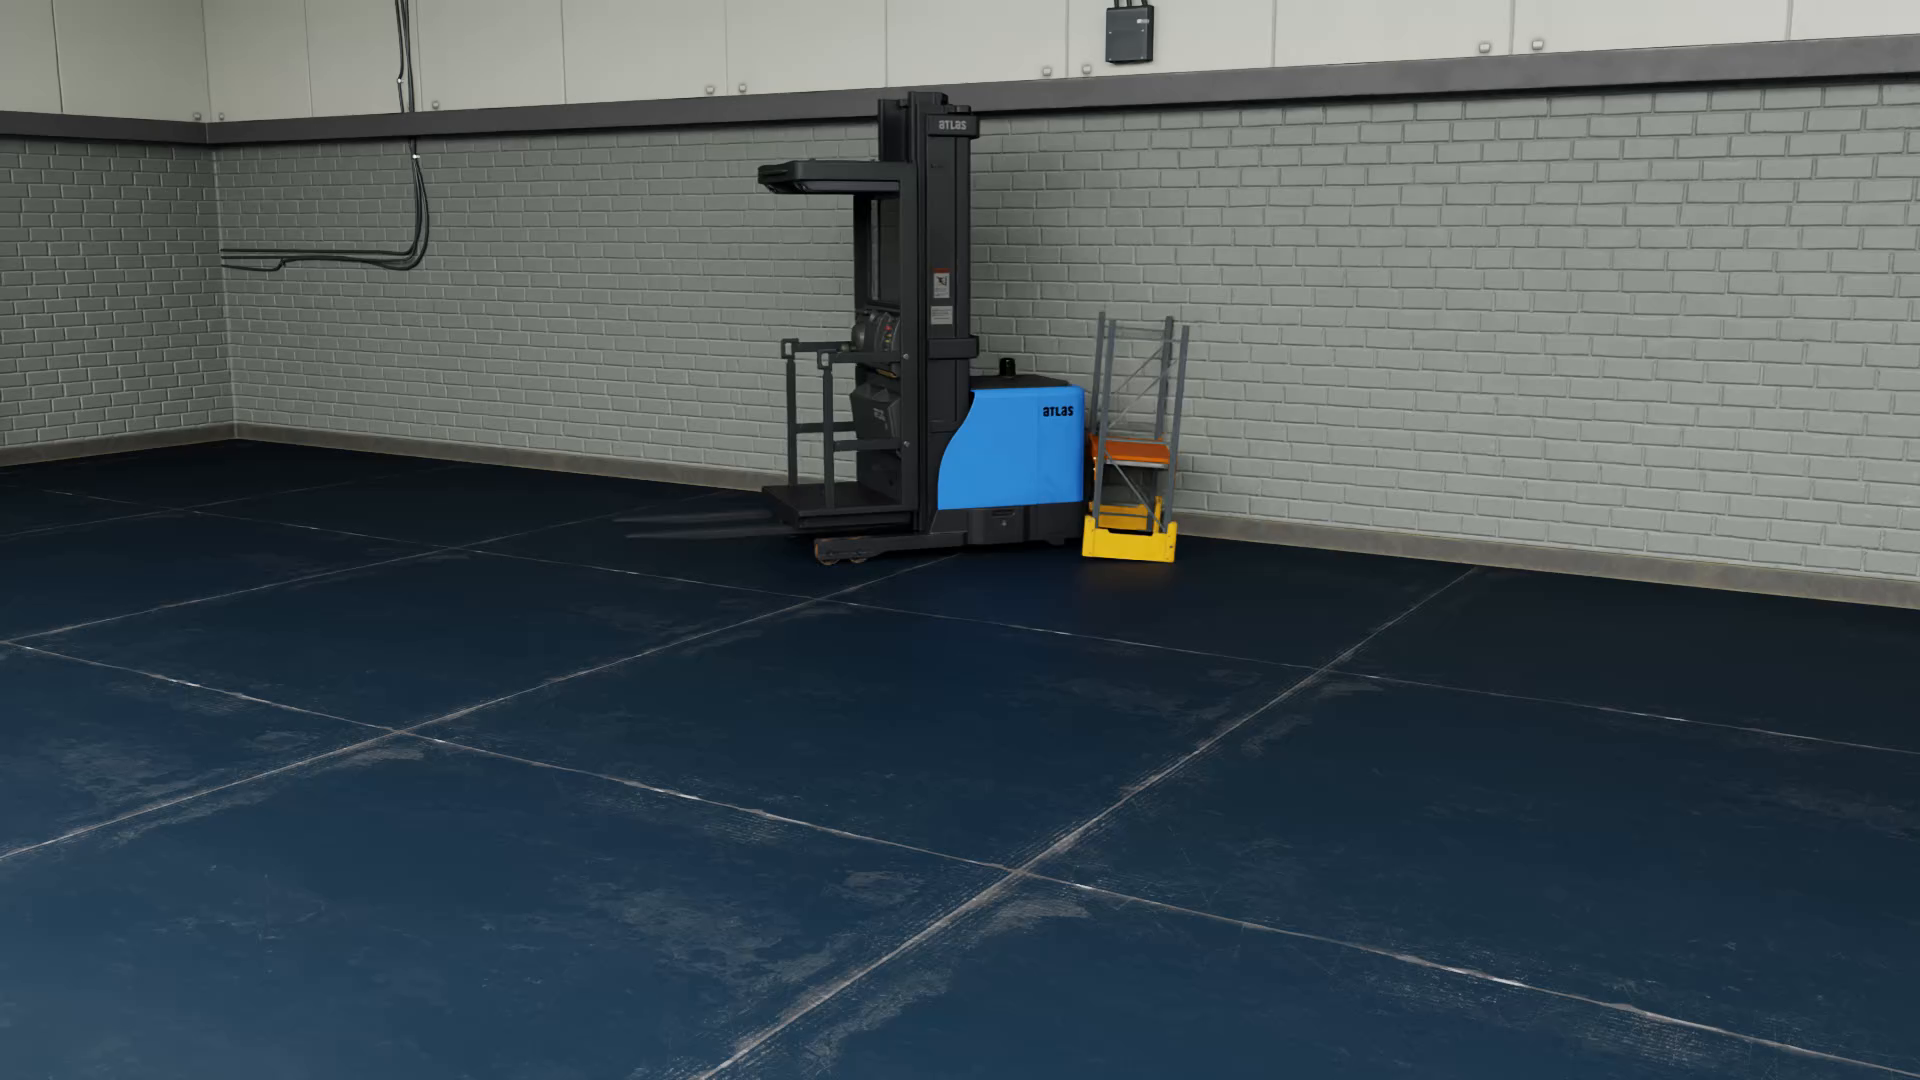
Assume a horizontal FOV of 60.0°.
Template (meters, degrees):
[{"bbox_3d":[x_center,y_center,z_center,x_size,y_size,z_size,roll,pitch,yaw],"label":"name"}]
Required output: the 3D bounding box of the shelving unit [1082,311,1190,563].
[{"bbox_3d":[1.137,-0.712,10.982,0.587,1.500,1.083,4,11,0],"label":"shelving unit"}]

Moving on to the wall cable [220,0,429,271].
[{"bbox_3d":[-6.121,-3.785,15.569,3.097,2.526,0.112,6,12,31],"label":"wall cable"}]

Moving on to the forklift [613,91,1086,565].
[{"bbox_3d":[-0.735,-1.391,10.833,3.031,2.935,1.130,-4,11,-19],"label":"forklift"}]

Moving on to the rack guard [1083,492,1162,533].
[{"bbox_3d":[1.104,-0.194,11.590,0.587,0.250,0.087,4,11,0],"label":"rack guard"}]

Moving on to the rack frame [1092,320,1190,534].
[{"bbox_3d":[1.126,-0.618,10.492,0.500,1.500,0.032,4,11,0],"label":"rack frame"}]

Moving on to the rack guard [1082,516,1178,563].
[{"bbox_3d":[1.082,-0.006,10.612,0.587,0.250,0.087,4,11,0],"label":"rack guard"}]

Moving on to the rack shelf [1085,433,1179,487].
[{"bbox_3d":[1.125,-0.538,11.025,0.538,0.185,1.000,4,11,0],"label":"rack shelf"}]

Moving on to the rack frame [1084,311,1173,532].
[{"bbox_3d":[1.148,-0.810,11.490,0.500,1.500,0.032,4,11,0],"label":"rack frame"}]

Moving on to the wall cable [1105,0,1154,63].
[{"bbox_3d":[1.984,-6.073,10.112,2.305,6.003,0.169,6,12,31],"label":"wall cable"}]
